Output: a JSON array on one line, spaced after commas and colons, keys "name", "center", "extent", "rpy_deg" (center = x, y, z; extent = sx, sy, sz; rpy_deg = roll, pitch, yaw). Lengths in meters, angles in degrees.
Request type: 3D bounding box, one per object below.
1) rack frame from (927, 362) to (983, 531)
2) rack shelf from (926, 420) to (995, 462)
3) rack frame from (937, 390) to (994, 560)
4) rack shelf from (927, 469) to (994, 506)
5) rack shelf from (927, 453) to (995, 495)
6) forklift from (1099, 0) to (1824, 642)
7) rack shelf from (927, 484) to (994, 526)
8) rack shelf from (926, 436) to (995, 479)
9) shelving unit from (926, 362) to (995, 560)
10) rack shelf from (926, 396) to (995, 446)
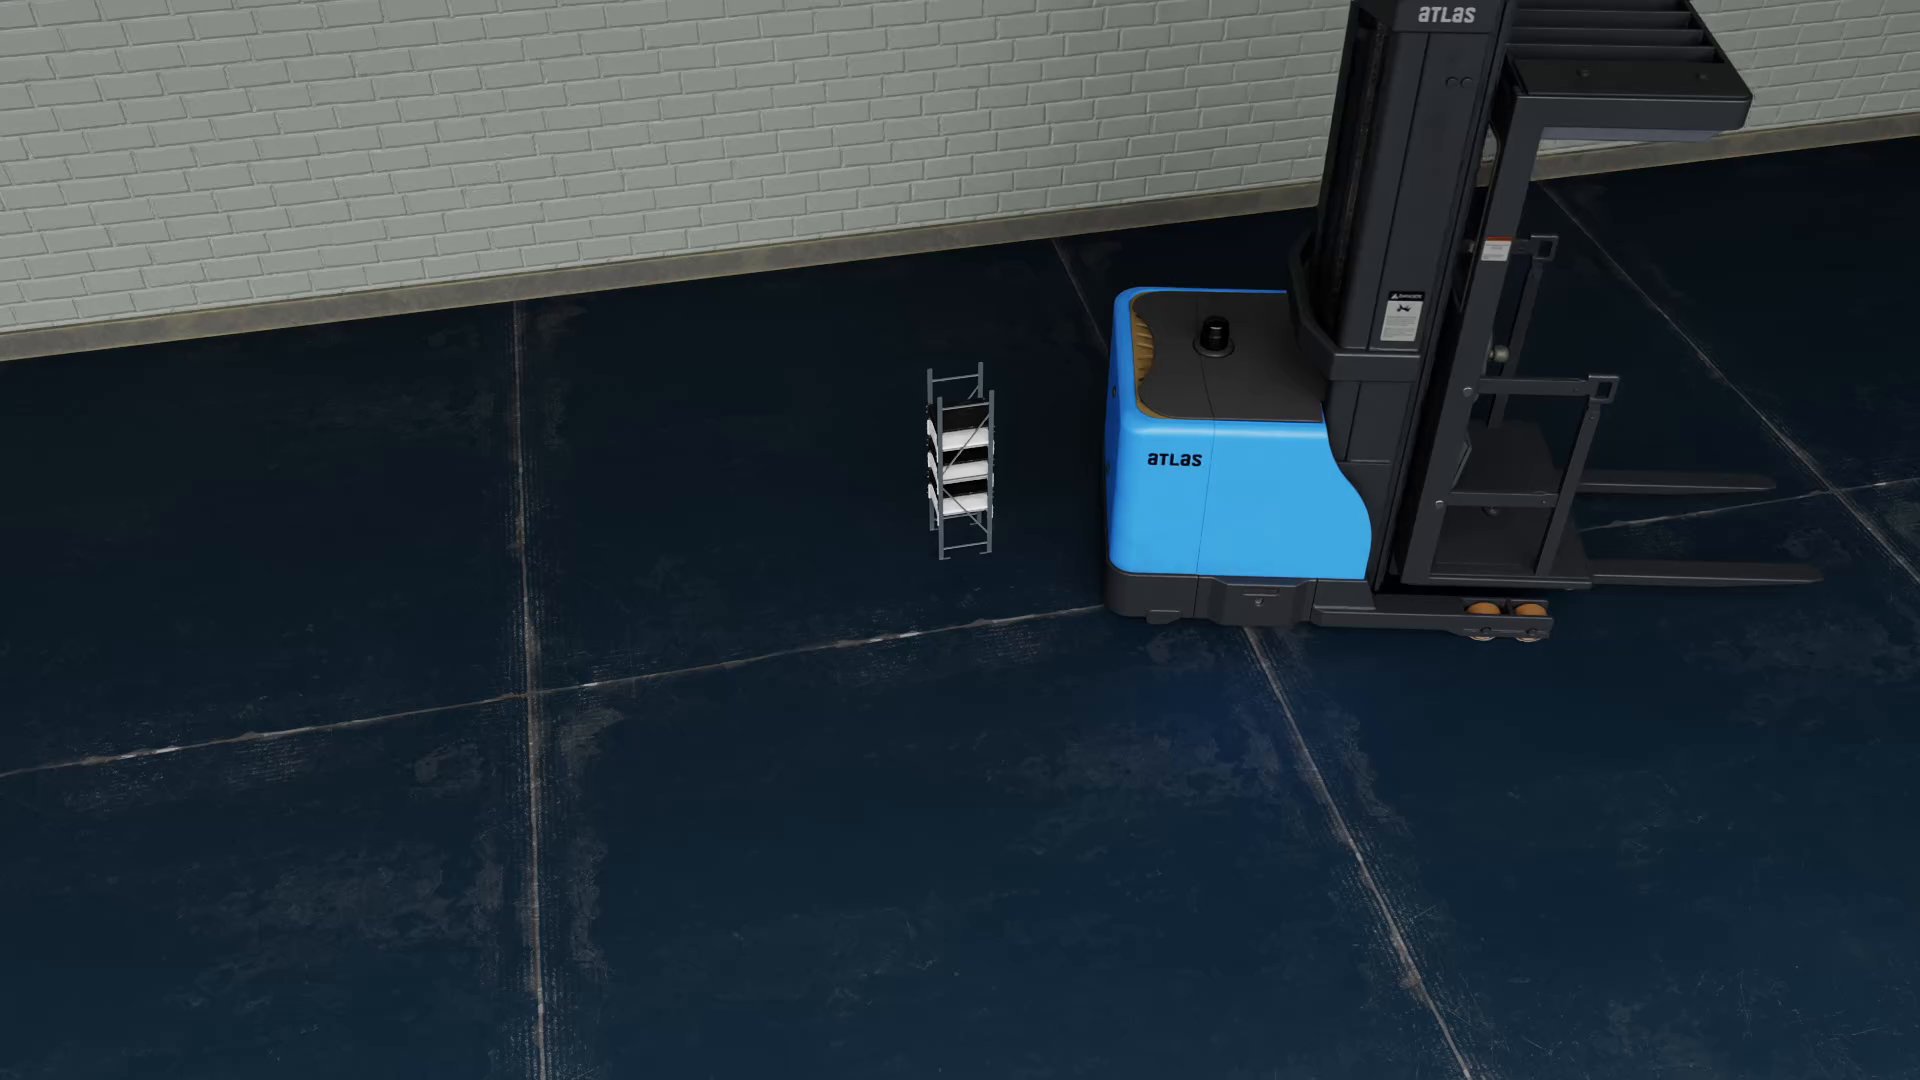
[{"name": "rack frame", "center": [-0.020, -0.397, 7.301], "extent": [0.240, 0.900, 0.006], "rpy_deg": [-8, 42, -9]}, {"name": "rack shelf", "center": [0.002, -0.441, 7.130], "extent": [0.258, 0.077, 0.200], "rpy_deg": [-8, 42, -9]}, {"name": "rack frame", "center": [0.024, -0.265, 7.153], "extent": [0.240, 0.900, 0.006], "rpy_deg": [-8, 42, -9]}, {"name": "rack shelf", "center": [0.002, -0.239, 7.309], "extent": [0.258, 0.077, 0.200], "rpy_deg": [-8, 42, -9]}, {"name": "rack shelf", "center": [0.002, -0.306, 7.249], "extent": [0.258, 0.077, 0.200], "rpy_deg": [-8, 42, -9]}, {"name": "forklift", "center": [2.145, -1.027, 6.481], "extent": [3.031, 2.935, 1.130], "rpy_deg": [2, 42, 2]}, {"name": "rack shelf", "center": [0.002, -0.172, 7.369], "extent": [0.258, 0.077, 0.200], "rpy_deg": [-8, 42, -9]}, {"name": "rack shelf", "center": [0.002, -0.374, 7.189], "extent": [0.258, 0.077, 0.200], "rpy_deg": [-8, 42, -9]}, {"name": "shelving unit", "center": [0.002, -0.331, 7.227], "extent": [0.258, 0.900, 0.210], "rpy_deg": [-8, 42, -9]}, {"name": "rack shelf", "center": [0.002, -0.508, 7.070], "extent": [0.258, 0.077, 0.200], "rpy_deg": [-8, 42, -9]}]
